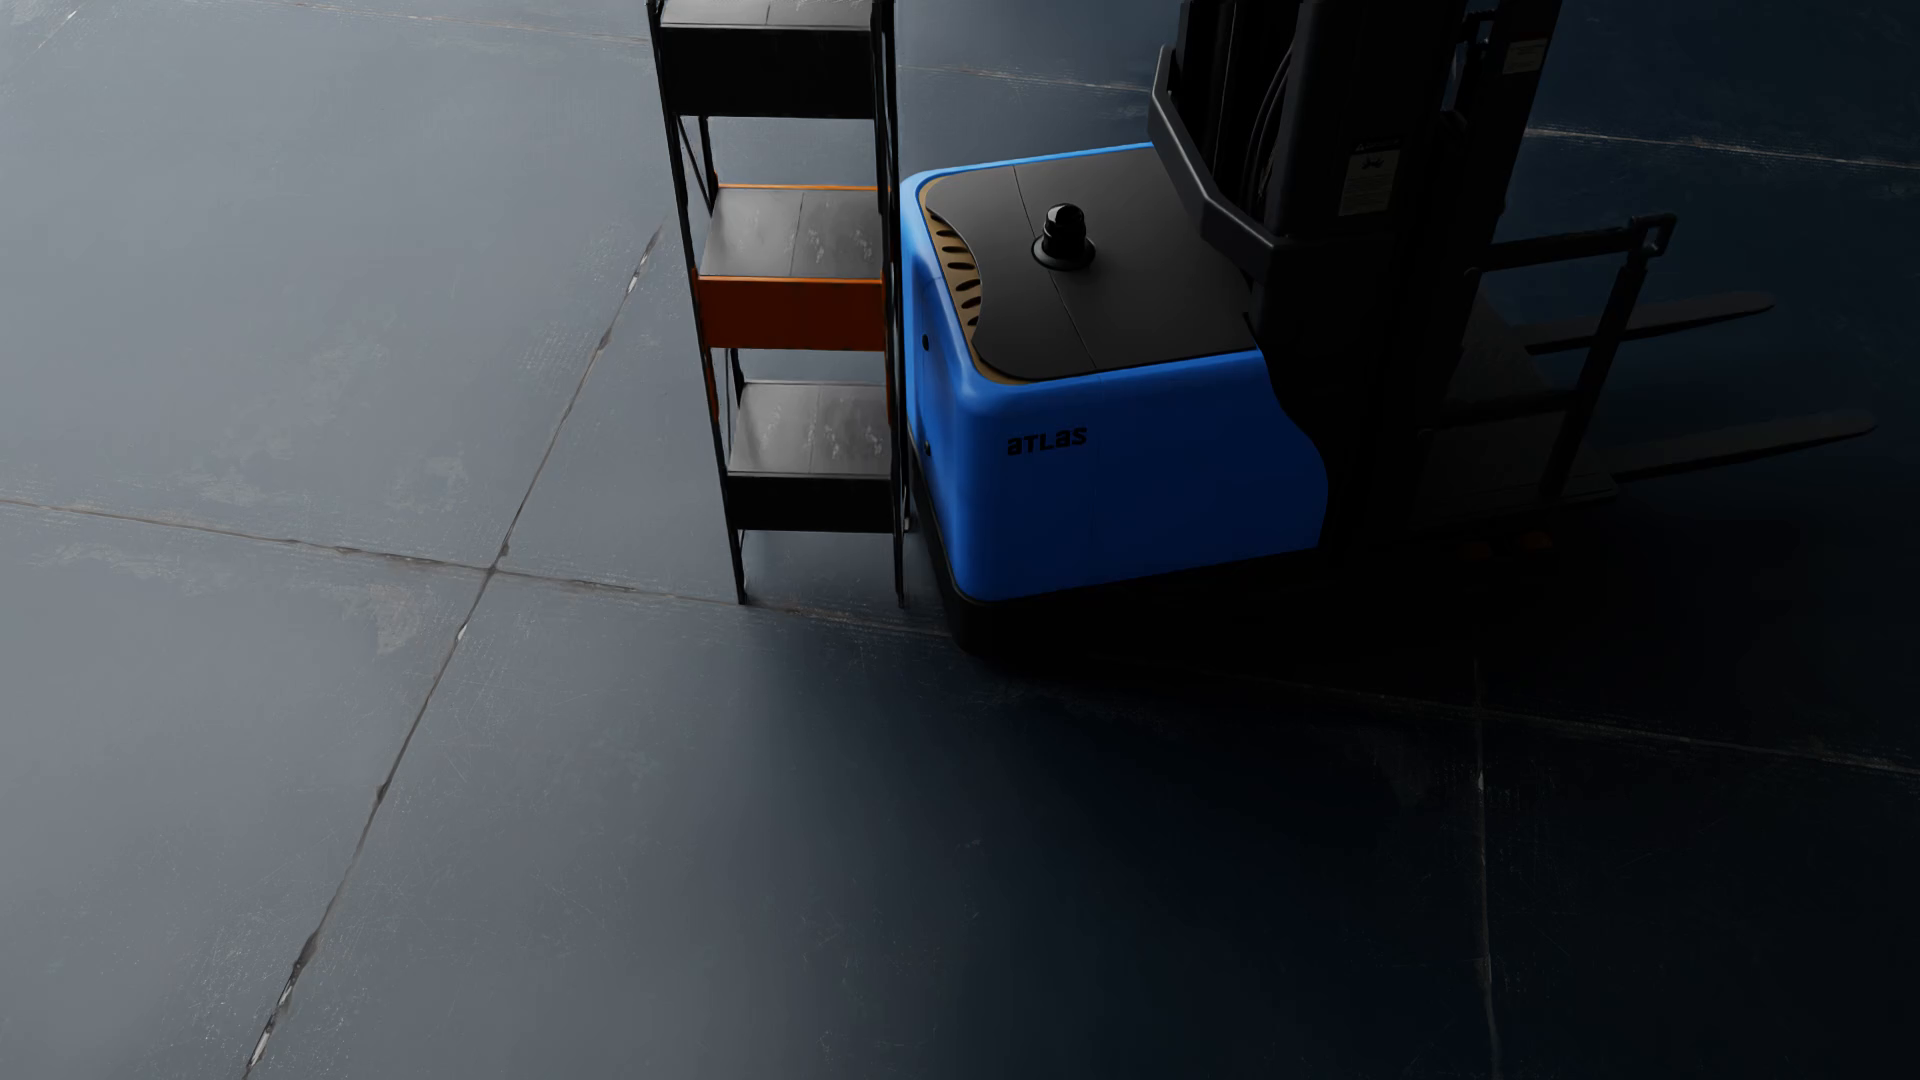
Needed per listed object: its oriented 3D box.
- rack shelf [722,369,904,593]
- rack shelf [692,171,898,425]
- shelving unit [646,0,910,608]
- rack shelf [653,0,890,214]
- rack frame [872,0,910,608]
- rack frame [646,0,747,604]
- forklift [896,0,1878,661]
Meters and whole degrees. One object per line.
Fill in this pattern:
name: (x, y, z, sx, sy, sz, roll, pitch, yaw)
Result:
rack shelf: (-0.418, -0.173, 4.953, 0.480, 0.518, 0.431, 1, 48, 1)
rack shelf: (-0.418, -0.641, 4.433, 0.480, 0.518, 0.431, 1, 48, 1)
shelving unit: (-0.418, -0.650, 4.422, 0.503, 2.100, 0.431, 1, 48, 1)
rack shelf: (-0.418, -1.109, 3.912, 0.480, 0.518, 0.431, 1, 48, 1)
rack frame: (-0.174, -0.644, 4.417, 0.015, 2.100, 0.400, 1, 48, 1)
rack frame: (-0.661, -0.656, 4.428, 0.015, 2.100, 0.400, 1, 48, 1)
forklift: (1.367, -1.194, 4.353, 3.031, 2.935, 1.130, -9, 49, -8)
